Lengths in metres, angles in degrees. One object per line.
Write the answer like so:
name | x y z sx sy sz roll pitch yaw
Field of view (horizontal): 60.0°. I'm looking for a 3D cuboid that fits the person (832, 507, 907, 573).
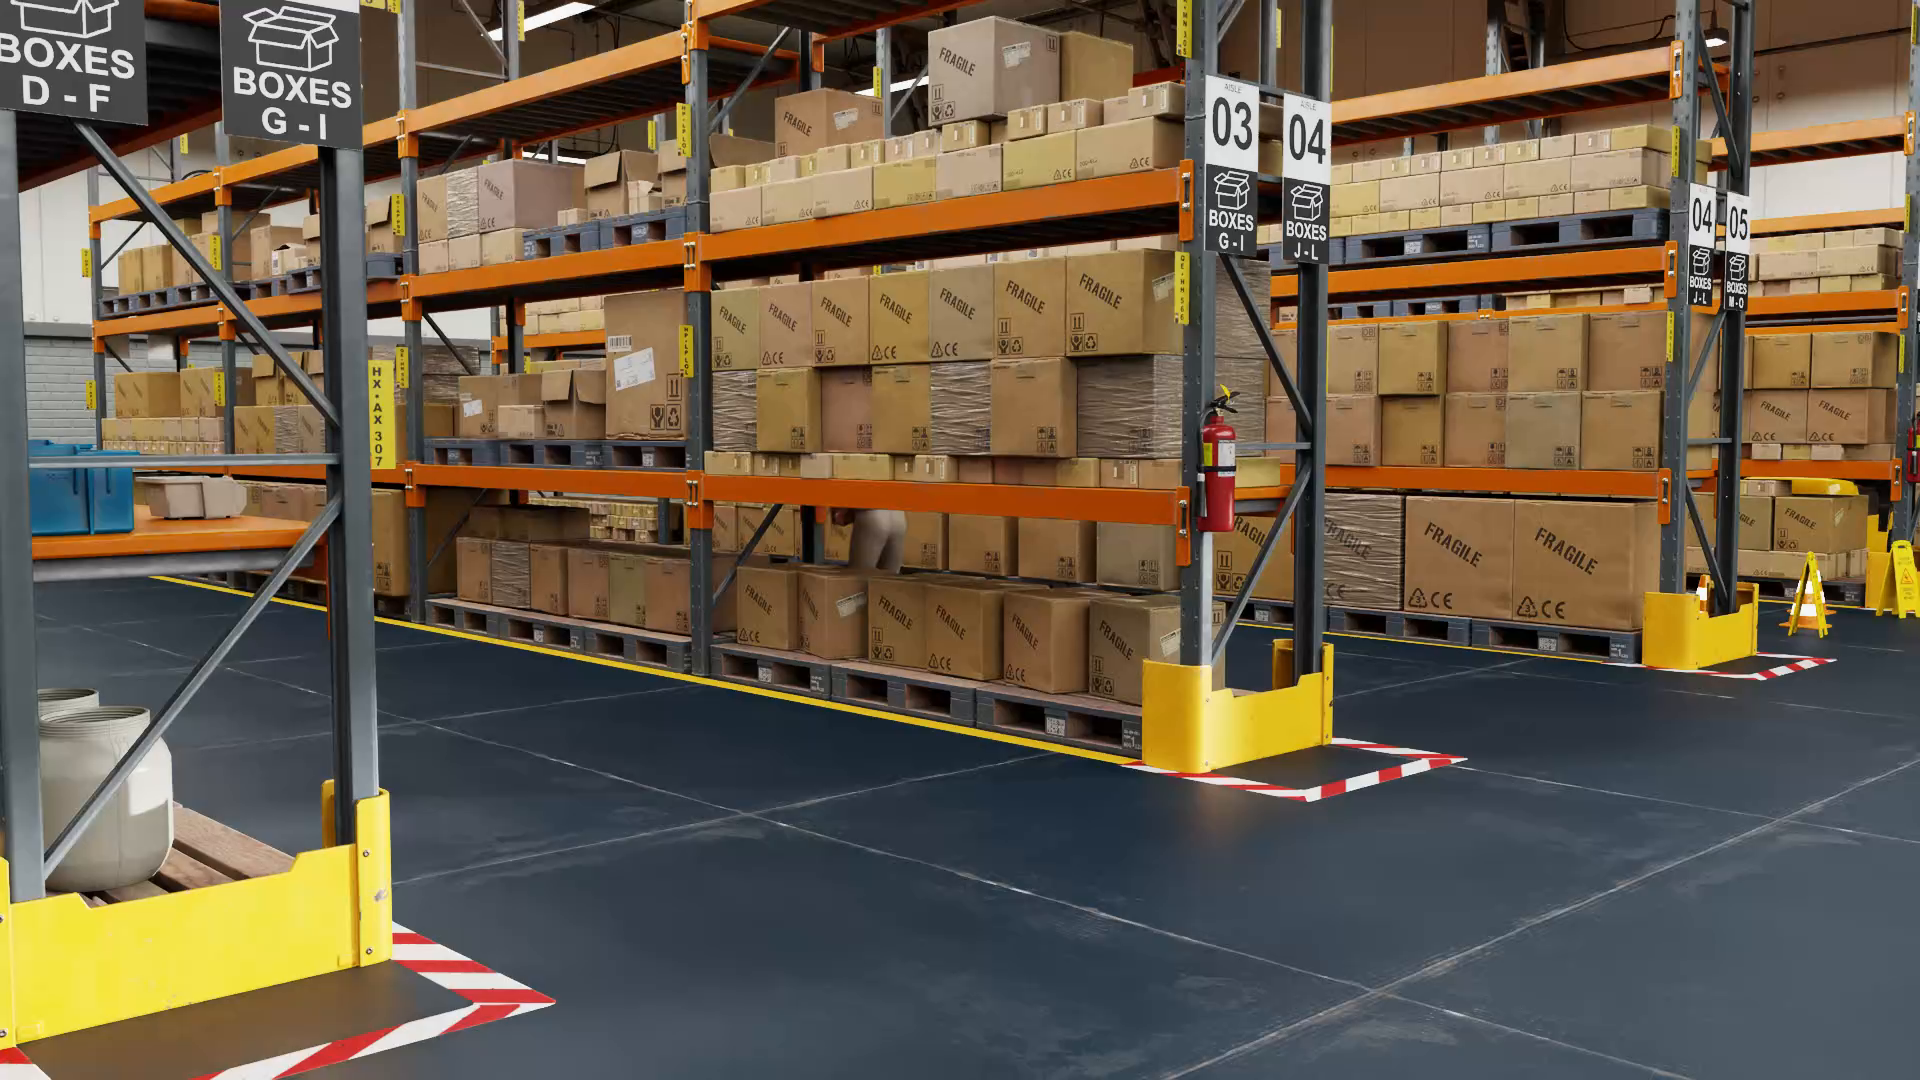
person | -0.681 -0.091 12.336 0.537 1.716 0.494 4 5 44
